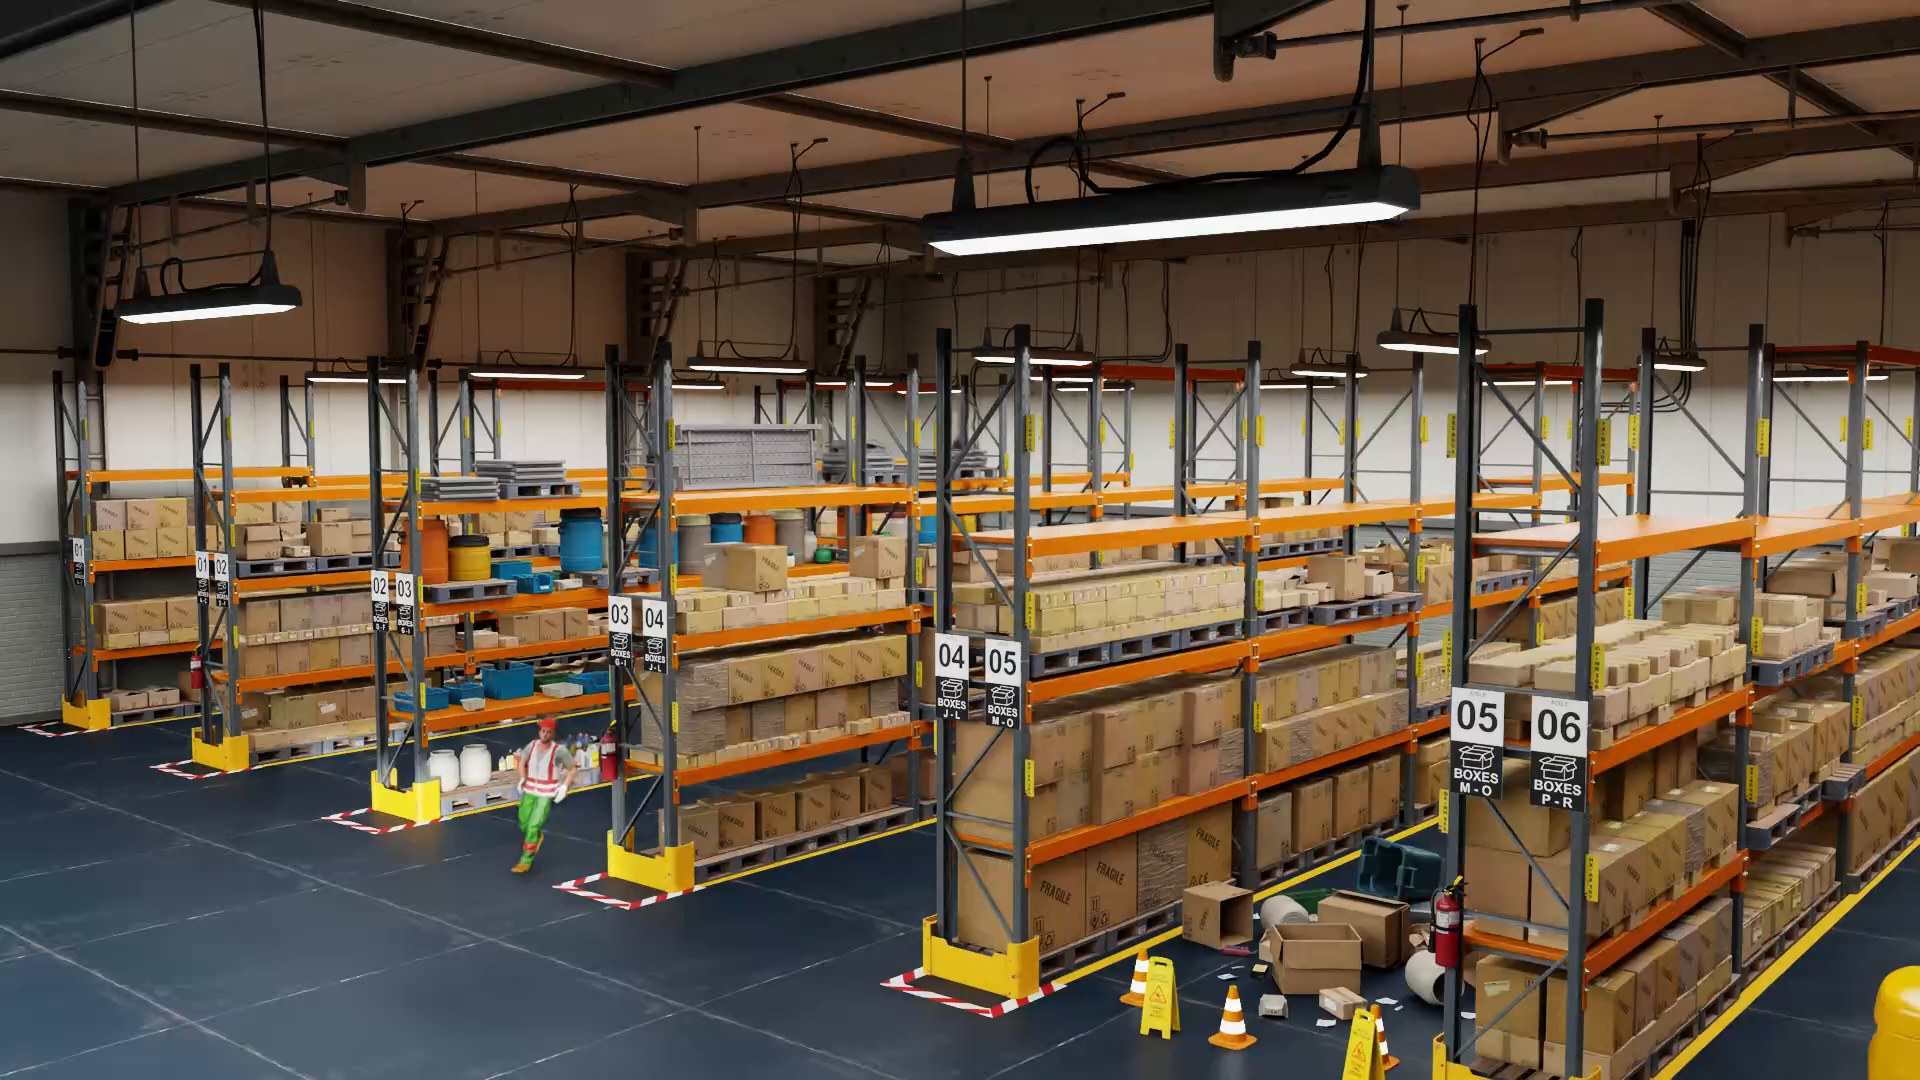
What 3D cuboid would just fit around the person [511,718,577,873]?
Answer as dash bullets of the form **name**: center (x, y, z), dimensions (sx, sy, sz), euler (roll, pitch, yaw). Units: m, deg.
- **person**: center (-4.768, 2.914, 19.127), dimensions (0.716, 1.740, 0.775), euler (1, 4, 11)
